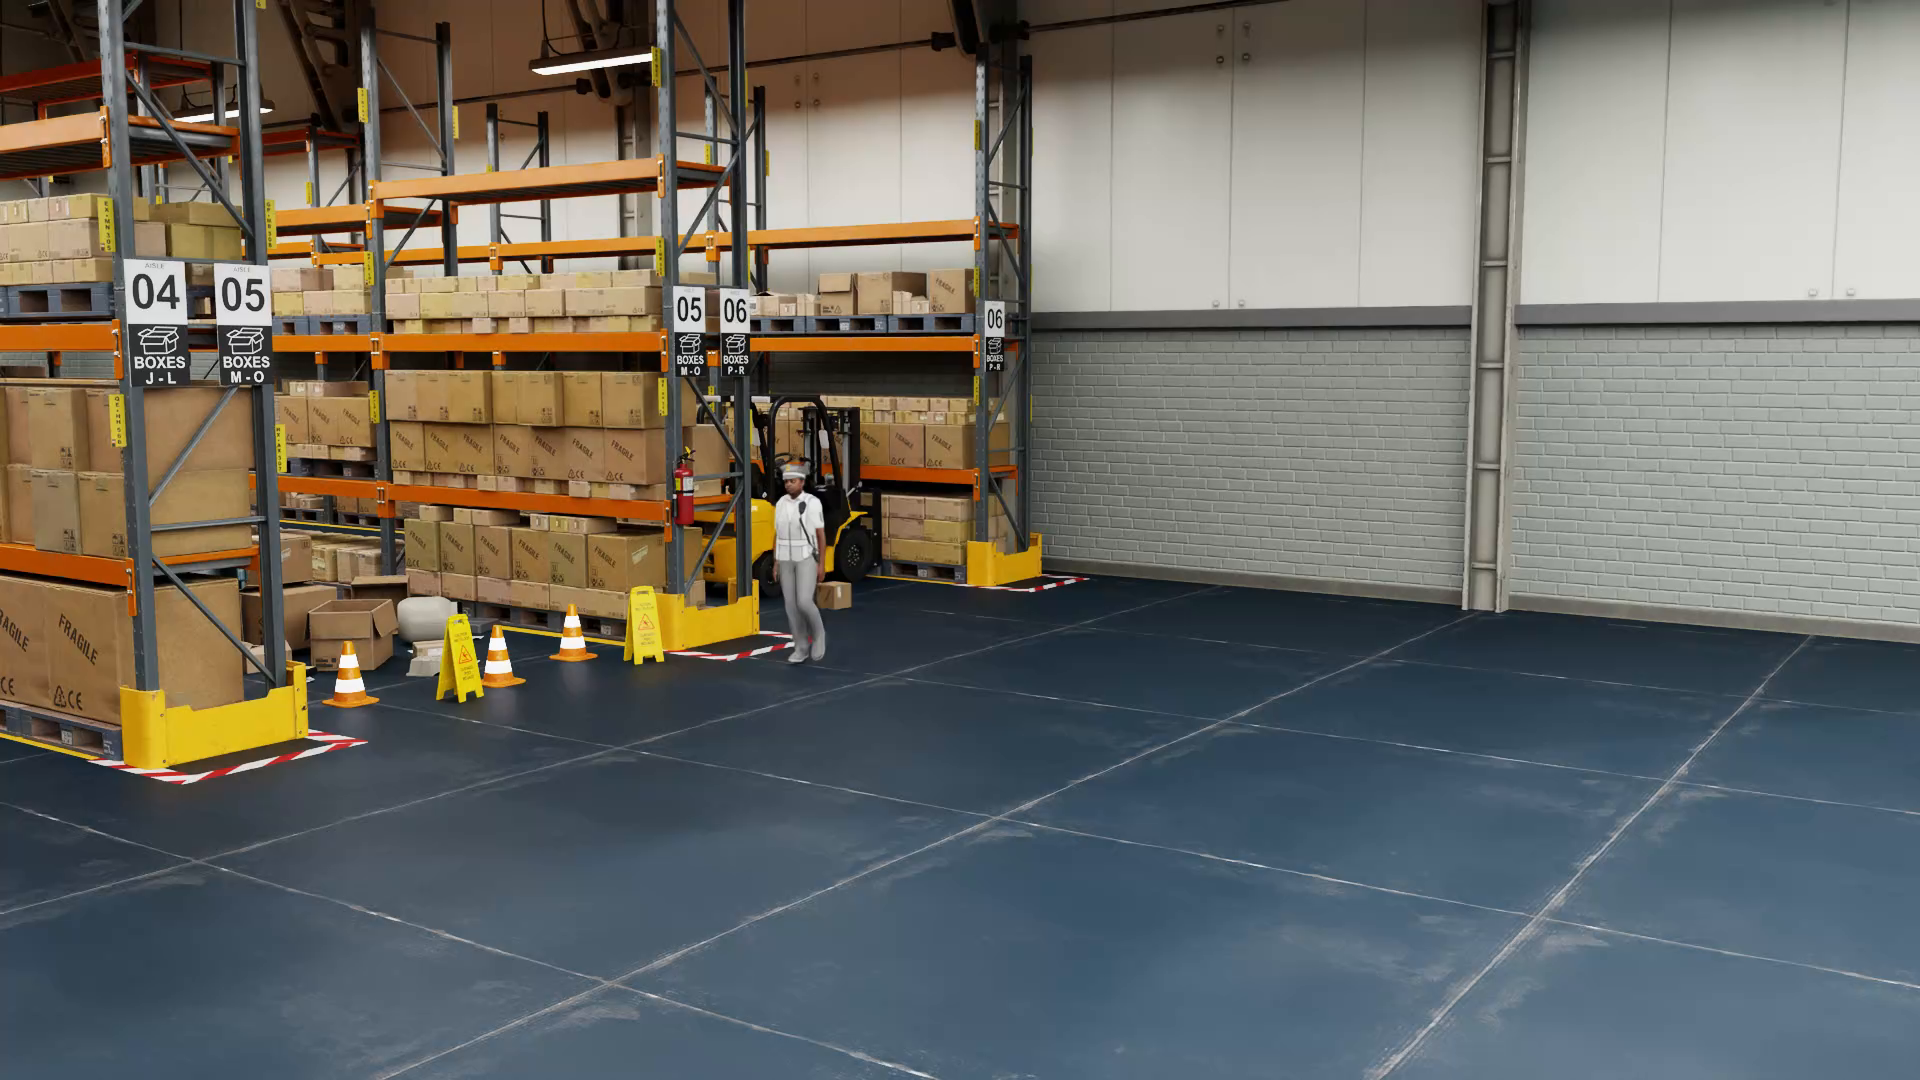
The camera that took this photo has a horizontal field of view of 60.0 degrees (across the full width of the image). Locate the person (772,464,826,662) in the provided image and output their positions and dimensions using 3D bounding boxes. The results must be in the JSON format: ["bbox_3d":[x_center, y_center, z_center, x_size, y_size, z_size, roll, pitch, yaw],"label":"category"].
[{"bbox_3d":[-1.367,0.194,13.955,0.458,1.677,0.433,3,7,22],"label":"person"}]
